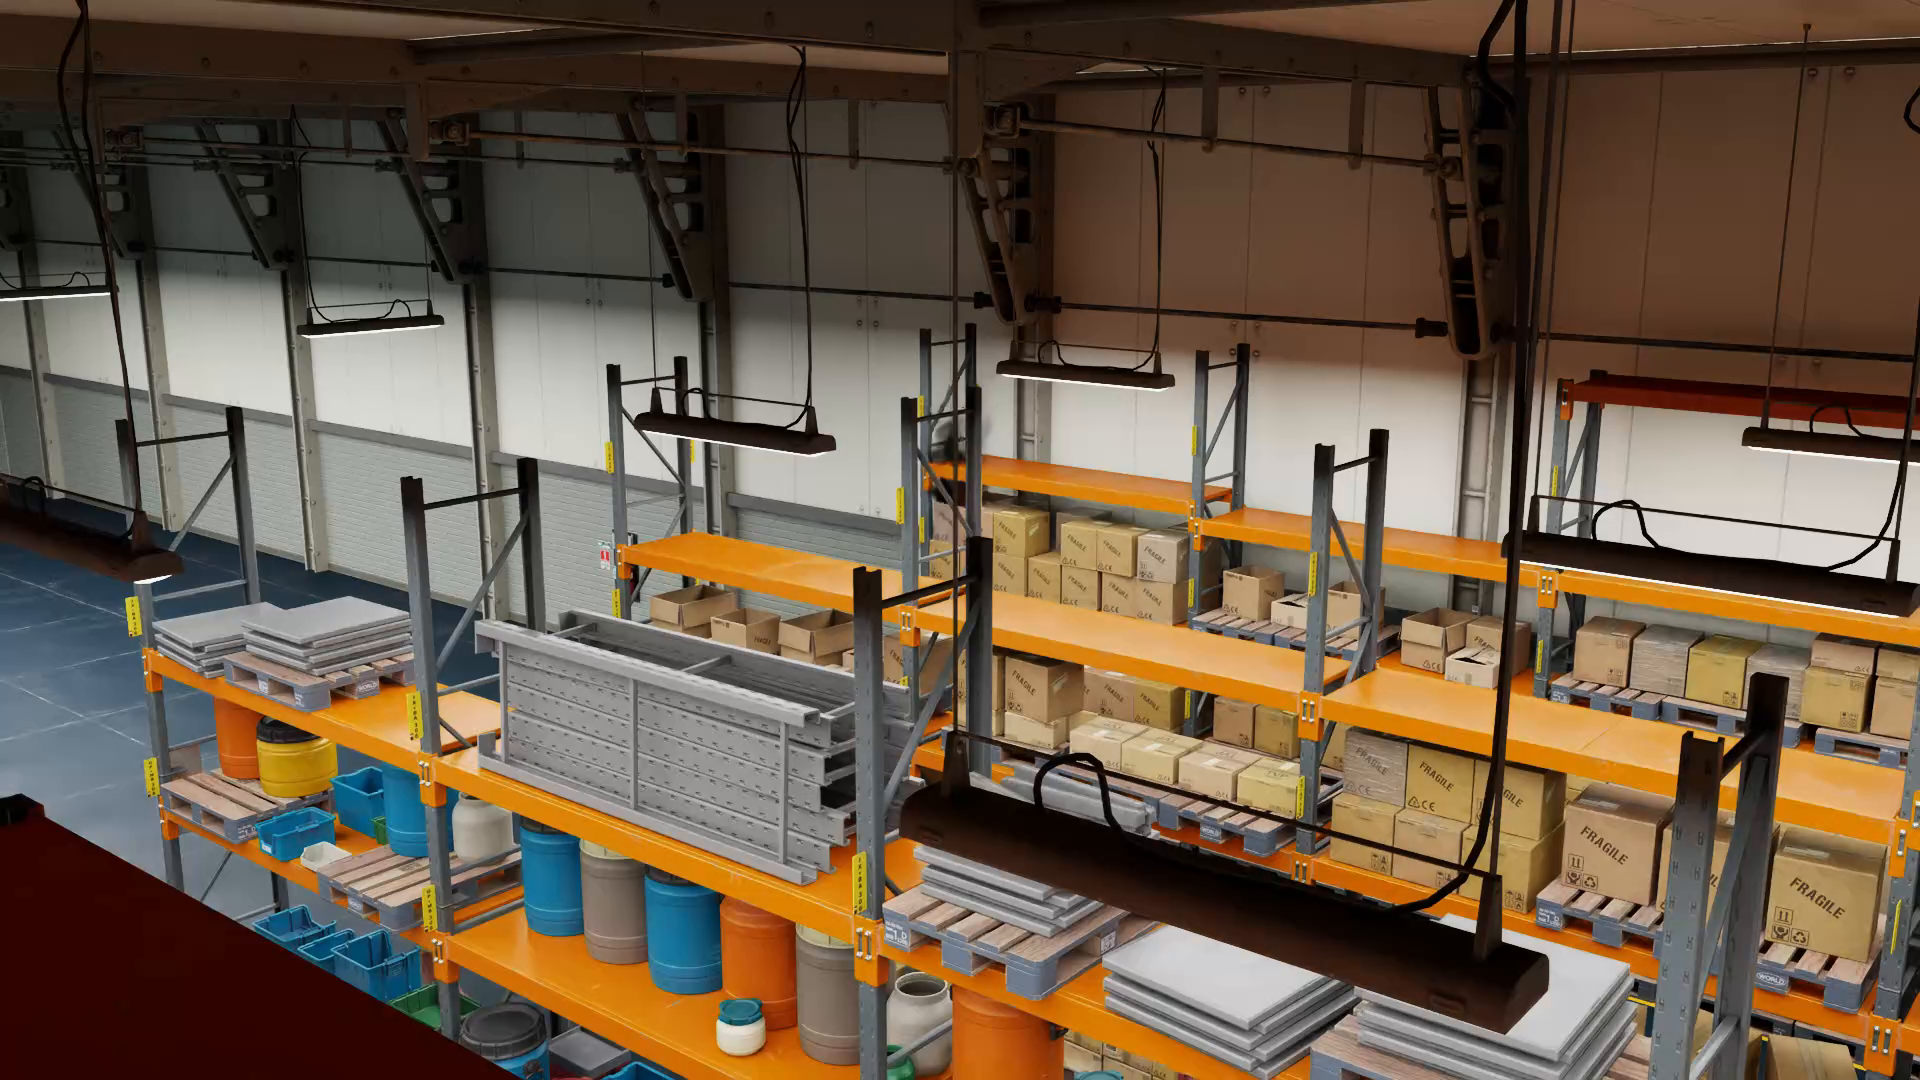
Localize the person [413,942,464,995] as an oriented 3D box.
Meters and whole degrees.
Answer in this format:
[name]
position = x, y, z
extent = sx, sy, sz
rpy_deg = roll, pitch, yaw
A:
[person]
position = -4.935, 3.830, 15.528
extent = 0.887, 1.690, 0.584
rpy_deg = 5, 14, 23
